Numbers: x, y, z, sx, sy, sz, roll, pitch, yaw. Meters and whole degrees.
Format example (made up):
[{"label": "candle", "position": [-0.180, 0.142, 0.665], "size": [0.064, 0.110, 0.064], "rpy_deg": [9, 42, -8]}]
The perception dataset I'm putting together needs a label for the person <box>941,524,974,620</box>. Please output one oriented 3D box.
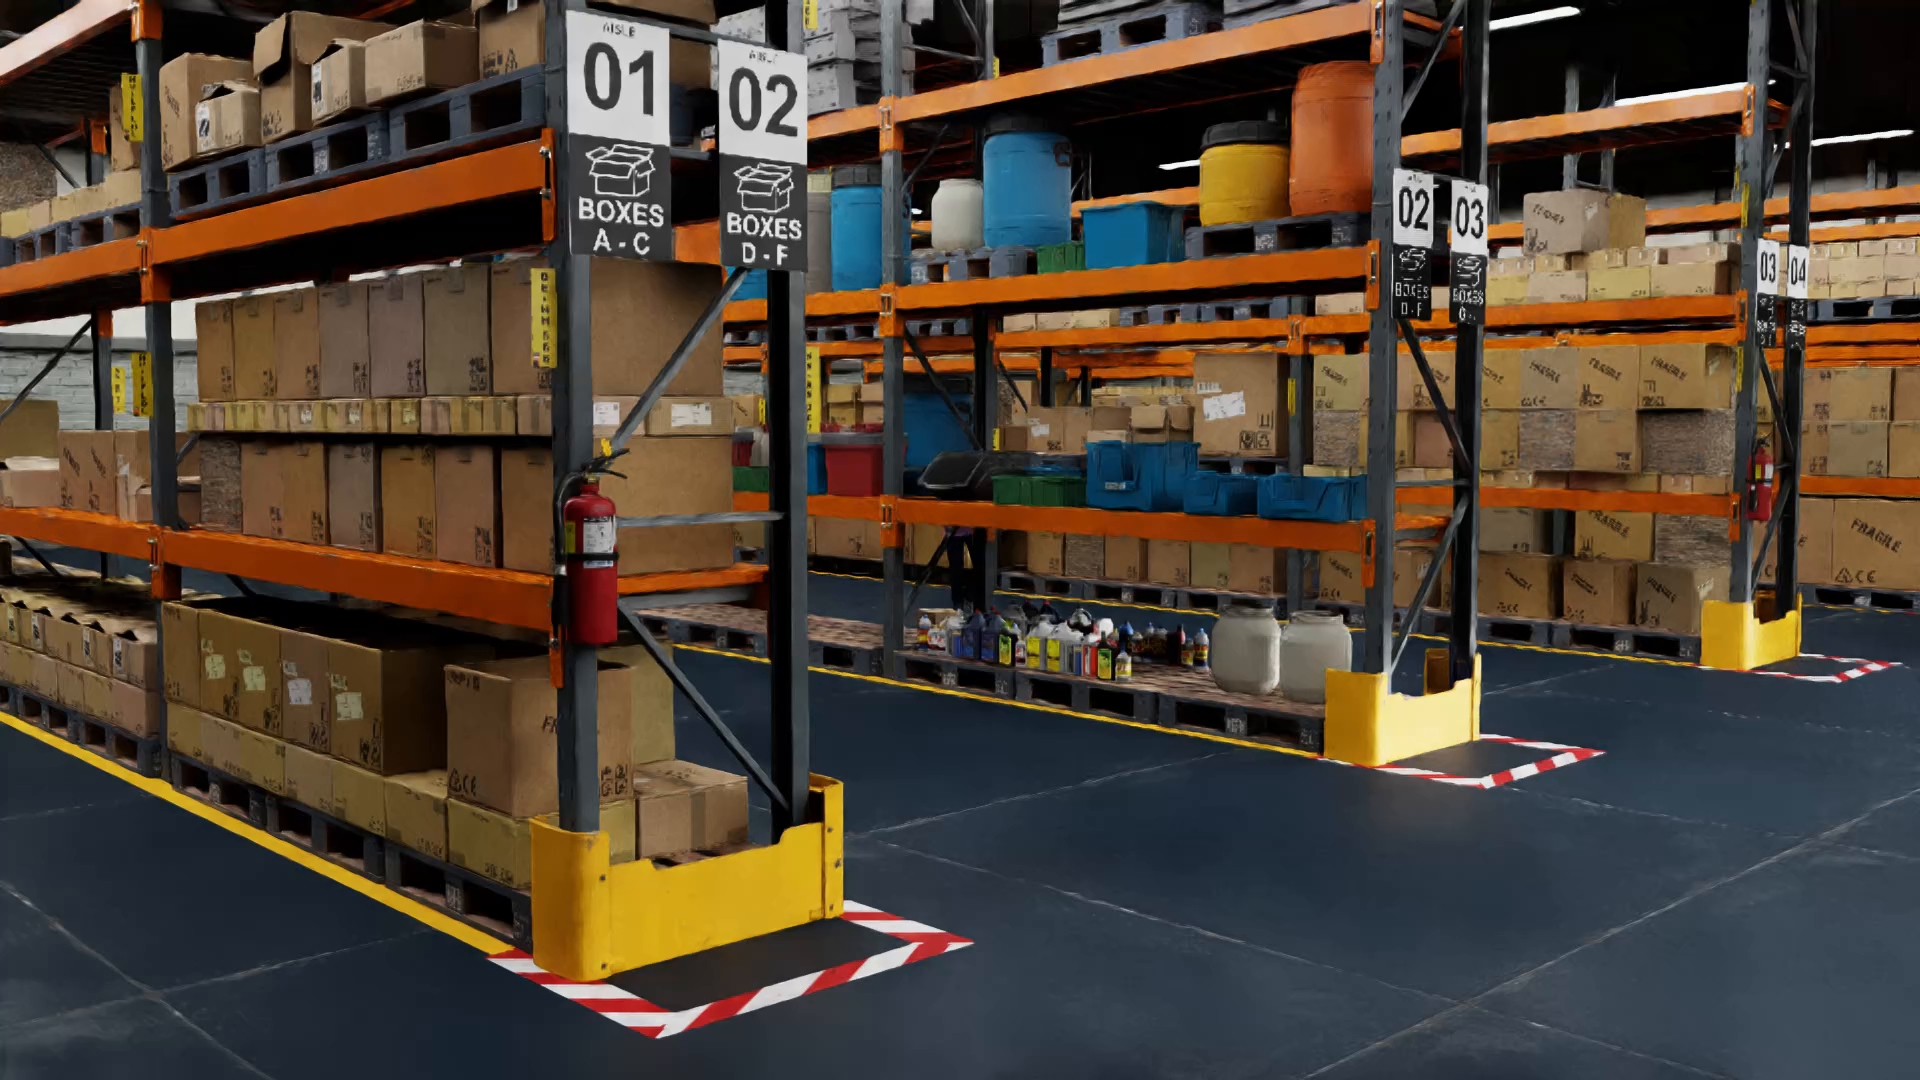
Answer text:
[{"label": "person", "position": [0.015, -0.050, 15.242], "size": [0.445, 1.587, 0.461], "rpy_deg": [-1, 4, -14]}]
